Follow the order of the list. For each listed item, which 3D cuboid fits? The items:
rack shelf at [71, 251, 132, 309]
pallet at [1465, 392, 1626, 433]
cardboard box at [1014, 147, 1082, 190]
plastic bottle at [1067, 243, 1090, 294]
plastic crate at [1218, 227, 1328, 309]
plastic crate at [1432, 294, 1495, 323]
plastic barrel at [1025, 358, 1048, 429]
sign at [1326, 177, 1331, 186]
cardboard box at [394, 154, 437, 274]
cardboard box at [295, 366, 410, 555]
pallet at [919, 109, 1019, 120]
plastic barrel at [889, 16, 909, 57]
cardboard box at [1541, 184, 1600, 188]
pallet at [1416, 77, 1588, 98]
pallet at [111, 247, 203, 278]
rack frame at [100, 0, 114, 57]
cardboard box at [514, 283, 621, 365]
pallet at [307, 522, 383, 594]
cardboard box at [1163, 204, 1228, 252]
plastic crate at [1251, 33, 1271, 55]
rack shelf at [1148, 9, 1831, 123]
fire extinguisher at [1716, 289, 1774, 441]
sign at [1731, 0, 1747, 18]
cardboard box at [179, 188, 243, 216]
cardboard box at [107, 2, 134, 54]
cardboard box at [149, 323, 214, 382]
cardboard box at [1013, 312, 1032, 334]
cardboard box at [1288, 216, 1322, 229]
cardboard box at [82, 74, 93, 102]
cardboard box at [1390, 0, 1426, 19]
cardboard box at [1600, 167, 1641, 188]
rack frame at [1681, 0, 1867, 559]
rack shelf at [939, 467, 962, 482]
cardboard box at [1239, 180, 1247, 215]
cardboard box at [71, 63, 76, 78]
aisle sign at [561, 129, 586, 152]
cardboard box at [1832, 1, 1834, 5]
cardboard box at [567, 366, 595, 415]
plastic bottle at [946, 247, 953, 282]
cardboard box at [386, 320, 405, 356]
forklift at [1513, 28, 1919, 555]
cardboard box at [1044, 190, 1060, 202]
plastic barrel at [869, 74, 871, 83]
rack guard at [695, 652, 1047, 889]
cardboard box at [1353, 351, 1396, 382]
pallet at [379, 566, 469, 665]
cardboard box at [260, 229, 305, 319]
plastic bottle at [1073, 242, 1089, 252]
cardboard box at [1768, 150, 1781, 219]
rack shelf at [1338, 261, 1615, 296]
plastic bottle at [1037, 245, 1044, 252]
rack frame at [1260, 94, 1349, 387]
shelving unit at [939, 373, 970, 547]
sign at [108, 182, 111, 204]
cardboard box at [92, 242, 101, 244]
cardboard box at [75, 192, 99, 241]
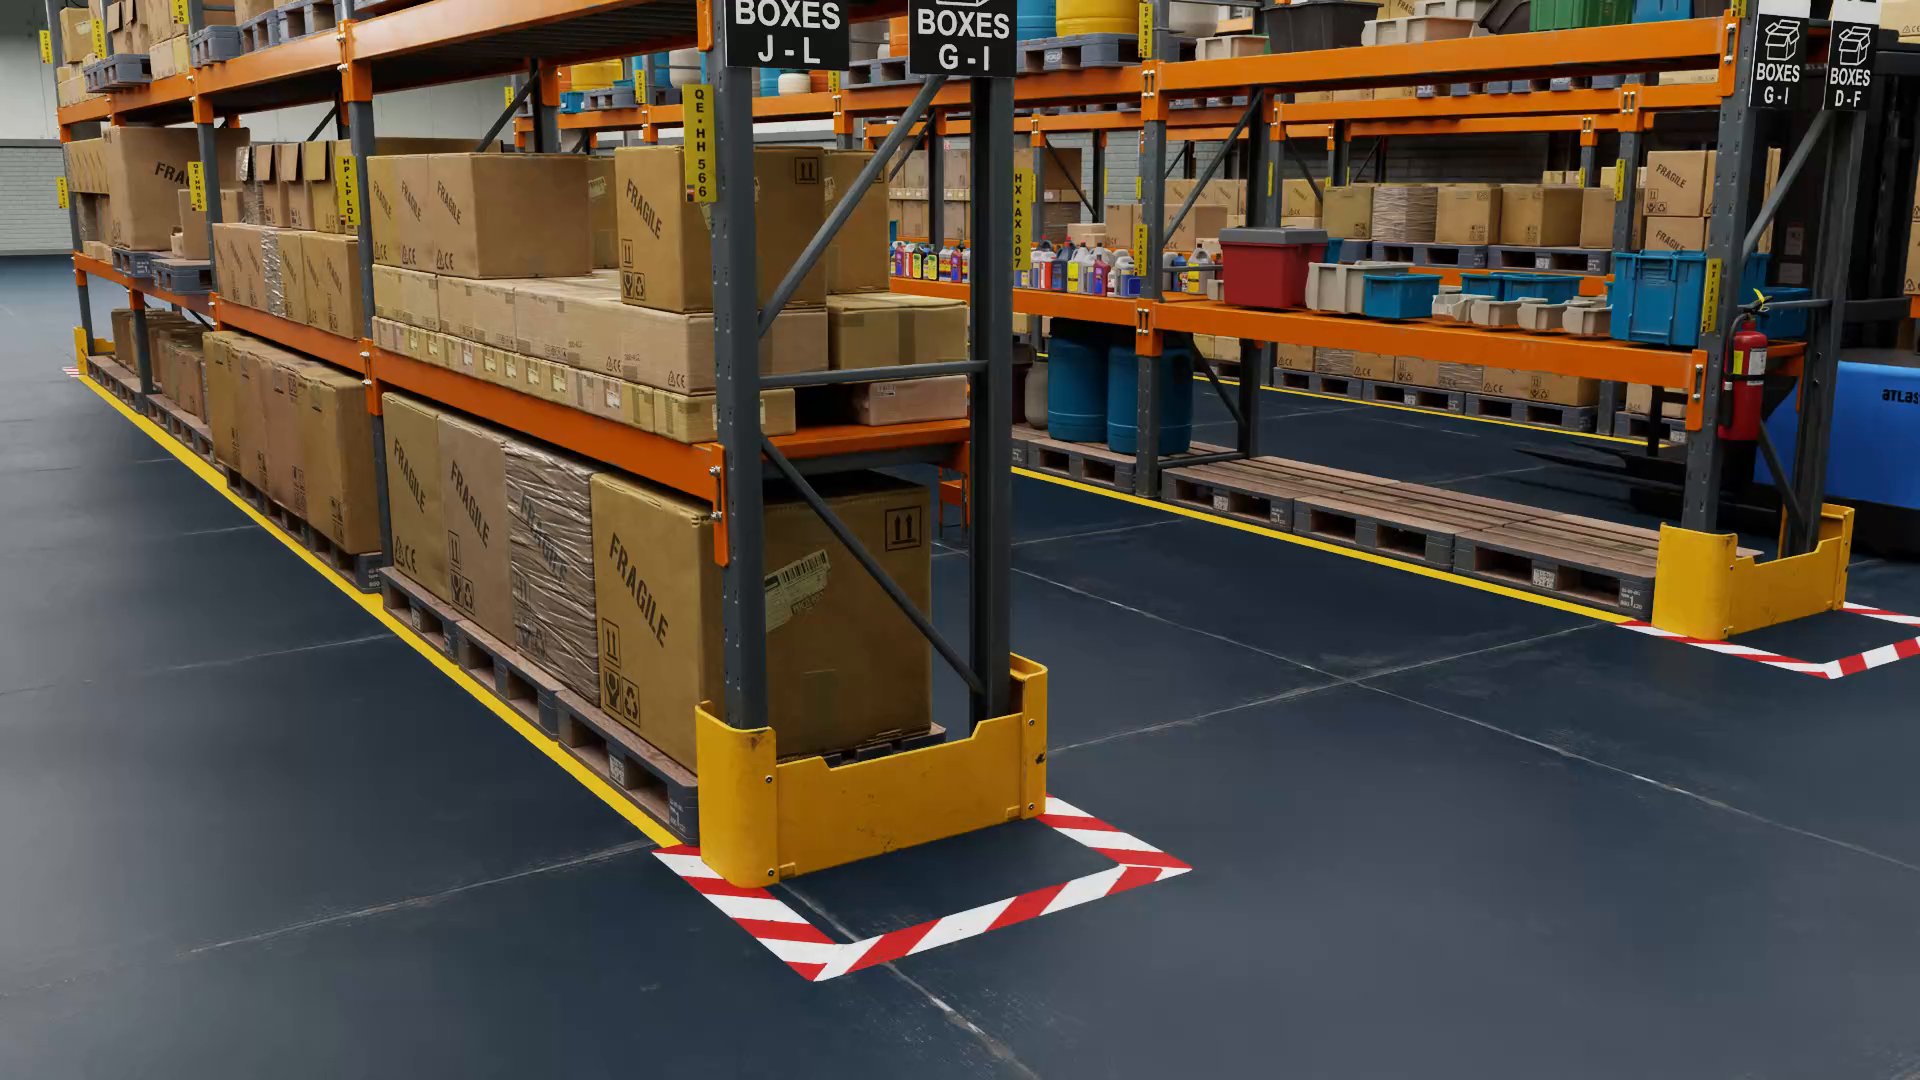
[{"bbox_3d":[-8.035,-2.646,16.625,1.077,0.370,4.000,-8,15,-33],"label":"rack shelf"},{"bbox_3d":[5.273,-1.169,14.714,1.003,0.211,1.213,-8,15,-33],"label":"pallet"},{"bbox_3d":[1.071,-4.575,20.489,0.700,0.500,0.500,-8,15,-32],"label":"cardboard box"},{"bbox_3d":[0.847,-1.906,11.672,0.144,0.351,0.185,-8,15,-33],"label":"plastic bottle"},{"bbox_3d":[1.915,-1.678,10.221,0.402,0.464,0.583,-8,15,-33],"label":"plastic crate"},{"bbox_3d":[2.740,-1.269,9.118,0.298,0.136,0.250,-8,15,-33],"label":"plastic crate"},{"bbox_3d":[0.711,-1.131,12.853,0.421,0.512,0.421,0,12,0],"label":"plastic barrel"},{"bbox_3d":[4.997,-4.758,22.573,0.100,0.325,0.005,-8,15,-33],"label":"sign"},{"bbox_3d":[-2.175,-1.454,7.387,0.500,0.500,0.500,-8,15,-33],"label":"cardboard box"},{"bbox_3d":[-2.865,-0.498,9.108,1.225,0.875,0.875,-8,15,-33],"label":"cardboard box"},{"bbox_3d":[0.156,-5.601,21.641,1.003,0.211,1.213,-8,15,-33],"label":"pallet"},{"bbox_3d":[-0.275,-4.296,13.475,0.600,0.830,0.708,-8,15,-33],"label":"plastic barrel"},{"bbox_3d":[7.392,-4.036,20.031,0.700,0.500,0.500,-10,16,-39],"label":"cardboard box"},{"bbox_3d":[4.875,-4.073,14.884,1.213,0.211,1.003,-8,15,-33],"label":"pallet"},{"bbox_3d":[-6.624,-2.395,14.242,1.003,0.211,1.213,-8,15,-33],"label":"pallet"},{"bbox_3d":[-6.927,-5.573,14.281,1.000,3.000,0.127,-8,15,-33],"label":"rack frame"},{"bbox_3d":[-1.330,-0.815,6.224,0.500,0.250,0.500,-9,15,-35],"label":"cardboard box"},{"bbox_3d":[-2.984,0.015,9.300,1.003,0.211,1.213,-8,15,-33],"label":"pallet"},{"bbox_3d":[2.595,-3.448,18.373,0.500,0.500,0.500,-9,15,-36],"label":"cardboard box"},{"bbox_3d":[2.115,-3.128,10.618,0.450,0.188,0.662,-8,15,-33],"label":"plastic crate"},{"bbox_3d":[2.737,-2.564,9.226,1.077,0.370,4.000,-8,15,-33],"label":"rack shelf"},{"bbox_3d":[3.551,-0.794,7.523,0.296,0.674,0.183,-8,15,-33],"label":"fire extinguisher"},{"bbox_3d":[3.396,-2.440,7.223,0.100,0.325,0.005,-8,15,-33],"label":"sign"},{"bbox_3d":[-5.889,-2.600,13.506,0.797,0.503,0.637,-6,14,-27],"label":"cardboard box"},{"bbox_3d":[-6.749,-4.268,14.110,0.797,0.503,0.637,-9,15,-36],"label":"cardboard box"},{"bbox_3d":[-7.439,-1.803,15.953,0.500,0.500,0.500,-3,13,-15],"label":"cardboard box"},{"bbox_3d":[0.884,-2.732,20.788,0.500,0.250,0.500,-8,15,-33],"label":"cardboard box"},{"bbox_3d":[4.929,-4.386,23.200,0.500,0.250,0.500,-8,15,-33],"label":"cardboard box"},{"bbox_3d":[-7.964,-4.268,15.689,0.500,0.250,0.500,-8,15,-33],"label":"cardboard box"},{"bbox_3d":[4.340,-4.845,15.402,0.500,0.500,0.500,-8,15,-33],"label":"cardboard box"},{"bbox_3d":[7.713,-4.143,19.055,0.500,0.250,0.500,-8,14,-31],"label":"cardboard box"},{"bbox_3d":[3.845,-1.094,7.844,1.000,3.000,0.127,-8,15,-33],"label":"rack frame"},{"bbox_3d":[0.030,-0.493,9.708,0.215,0.259,0.240,-8,15,-33],"label":"rack shelf"},{"bbox_3d":[4.373,-4.930,23.934,0.500,0.500,0.500,-9,15,-34],"label":"cardboard box"},{"bbox_3d":[-8.654,-4.675,16.617,0.380,0.149,0.250,-8,15,-33],"label":"cardboard box"},{"bbox_3d":[-4.812,-5.258,20.797,0.394,0.787,0.004,-8,15,-33],"label":"aisle sign"},{"bbox_3d":[6.497,-4.118,12.075,0.700,0.500,0.500,-8,15,-33],"label":"cardboard box"},{"bbox_3d":[-1.171,-0.545,5.921,0.380,0.149,0.250,-8,15,-32],"label":"cardboard box"},{"bbox_3d":[-0.063,-2.151,12.976,0.097,0.271,0.097,0,12,0],"label":"plastic bottle"},{"bbox_3d":[-2.462,-0.958,7.808,0.380,0.149,0.250,-9,15,-35],"label":"cardboard box"},{"bbox_3d":[4.974,-1.618,10.398,1.130,2.935,3.031,-7,14,-30],"label":"forklift"},{"bbox_3d":[0.993,-4.203,20.306,0.380,0.149,0.250,-8,15,-33],"label":"cardboard box"},{"bbox_3d":[-0.766,-3.944,14.219,0.294,0.245,0.294,0,12,0],"label":"plastic barrel"},{"bbox_3d":[-0.265,0.718,5.410,1.175,0.500,0.348,-8,15,-33],"label":"rack guard"},{"bbox_3d":[4.121,-1.799,15.889,0.500,0.500,0.500,-8,15,-34],"label":"cardboard box"},{"bbox_3d":[-2.138,0.288,8.053,1.003,0.211,1.213,-8,15,-33],"label":"pallet"},{"bbox_3d":[-3.818,-1.590,9.875,0.500,0.500,0.500,-8,15,-33],"label":"cardboard box"},{"bbox_3d":[0.865,-1.956,11.901,0.144,0.351,0.185,-8,15,-33],"label":"plastic bottle"},{"bbox_3d":[6.352,-2.628,12.284,0.500,0.500,0.500,-9,15,-34],"label":"cardboard box"},{"bbox_3d":[4.647,-2.395,15.478,1.077,0.370,4.000,-8,15,-33],"label":"rack shelf"},{"bbox_3d":[0.608,-2.185,13.106,0.061,0.283,0.133,-8,15,-33],"label":"plastic bottle"},{"bbox_3d":[3.539,-3.103,17.028,1.000,3.000,0.127,-8,15,-33],"label":"rack frame"},{"bbox_3d":[0.030,-0.503,9.706,0.215,1.050,0.252,-8,15,-33],"label":"shelving unit"},{"bbox_3d":[-7.374,-2.999,14.529,0.100,0.325,0.005,-8,15,-33],"label":"sign"},{"bbox_3d":[-8.646,-2.972,17.017,0.380,0.149,0.250,-8,15,-33],"label":"cardboard box"},{"bbox_3d":[-8.861,-3.447,17.670,0.875,0.500,0.500,-8,15,-33],"label":"cardboard box"}]
